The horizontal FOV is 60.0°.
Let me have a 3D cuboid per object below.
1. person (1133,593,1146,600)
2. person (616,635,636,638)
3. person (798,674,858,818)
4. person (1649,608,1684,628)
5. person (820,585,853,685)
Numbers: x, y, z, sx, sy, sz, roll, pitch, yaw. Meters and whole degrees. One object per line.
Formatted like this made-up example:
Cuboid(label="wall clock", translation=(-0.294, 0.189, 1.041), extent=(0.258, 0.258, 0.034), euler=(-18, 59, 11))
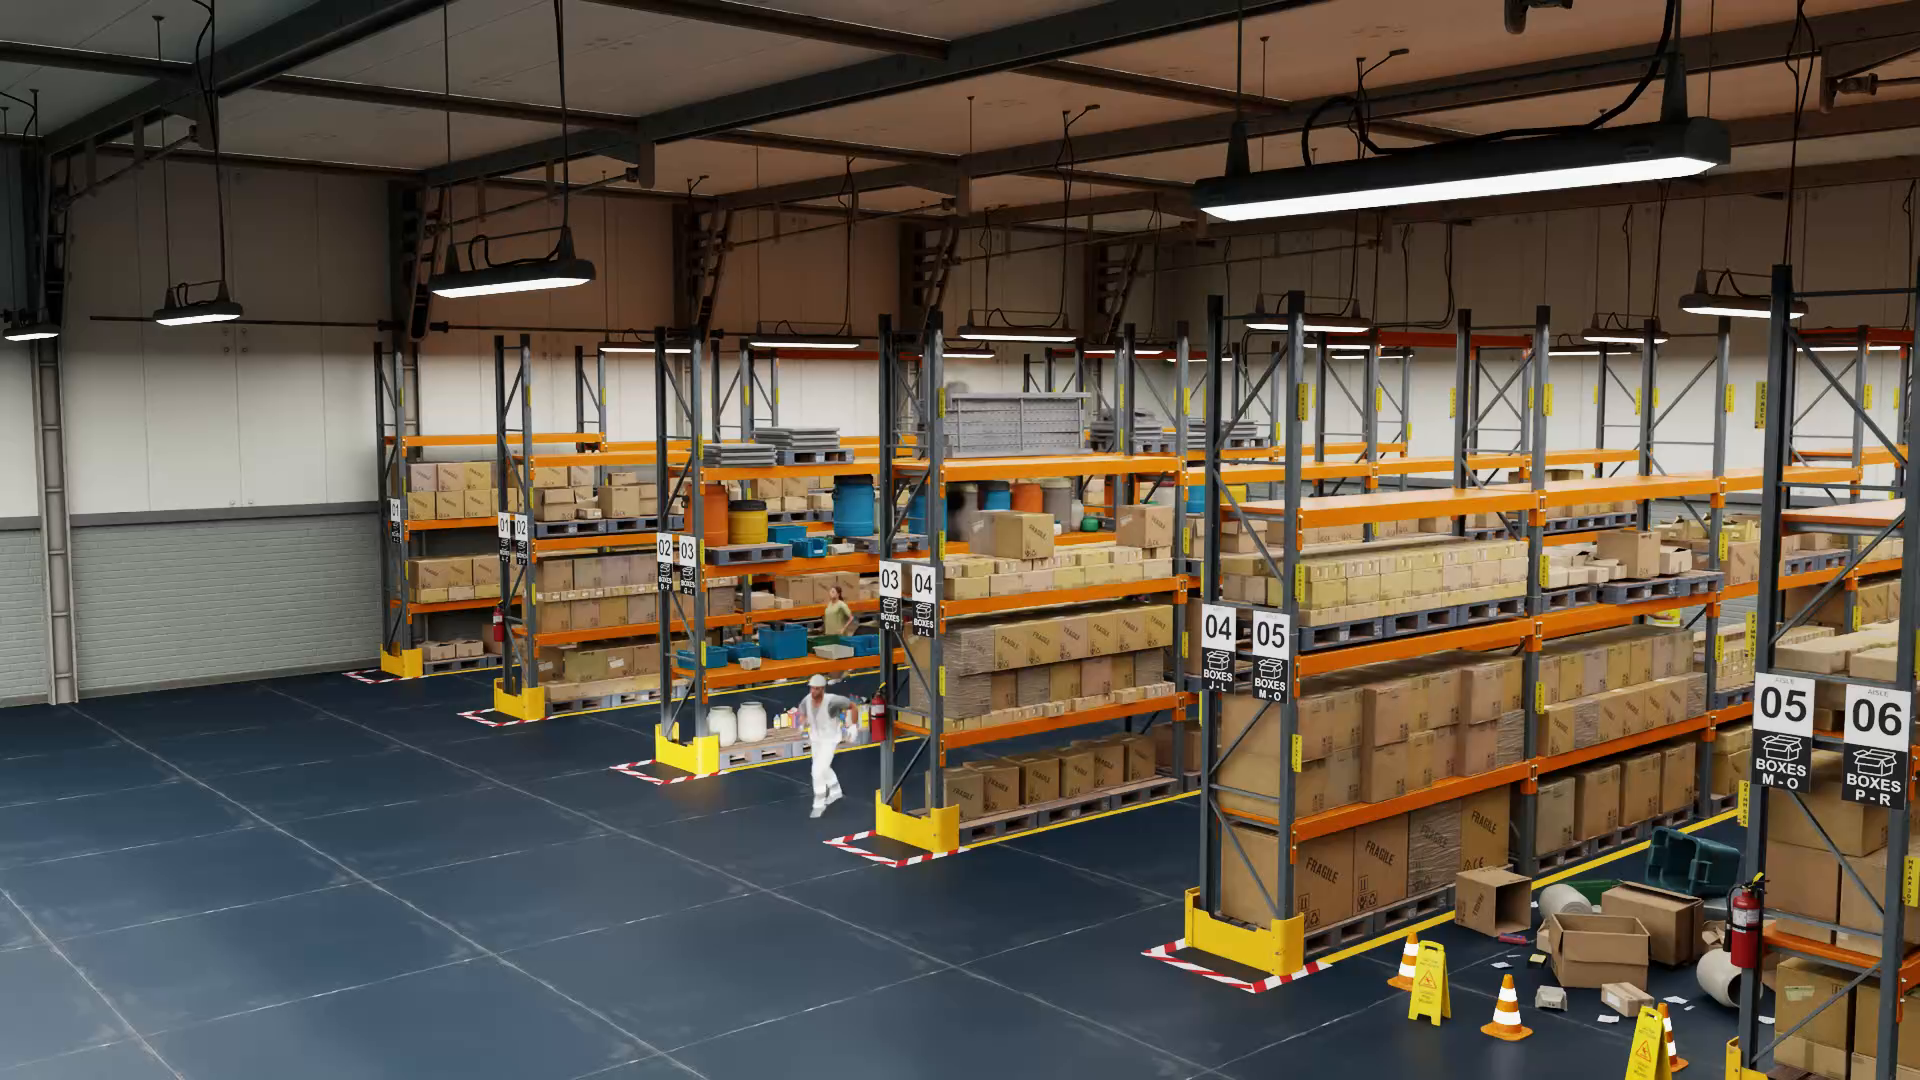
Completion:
Cuboid(label="person", translation=(3.315, 1.442, 31.237), extent=(0.652, 1.742, 0.902), euler=(4, 7, 39))
Cuboid(label="person", translation=(-5.998, 1.570, 30.469), extent=(0.587, 1.687, 0.833), euler=(5, 7, 44))
Cuboid(label="person", translation=(-1.589, 2.499, 20.155), extent=(0.717, 1.822, 0.862), euler=(3, 6, 32))
Cuboid(label="person", translation=(12.595, 1.588, 29.647), extent=(0.723, 1.797, 0.837), euler=(-1, 5, -10))
Cuboid(label="person", translation=(-2.078, 1.567, 27.477), extent=(0.581, 1.641, 0.521), euler=(5, 7, 42))
